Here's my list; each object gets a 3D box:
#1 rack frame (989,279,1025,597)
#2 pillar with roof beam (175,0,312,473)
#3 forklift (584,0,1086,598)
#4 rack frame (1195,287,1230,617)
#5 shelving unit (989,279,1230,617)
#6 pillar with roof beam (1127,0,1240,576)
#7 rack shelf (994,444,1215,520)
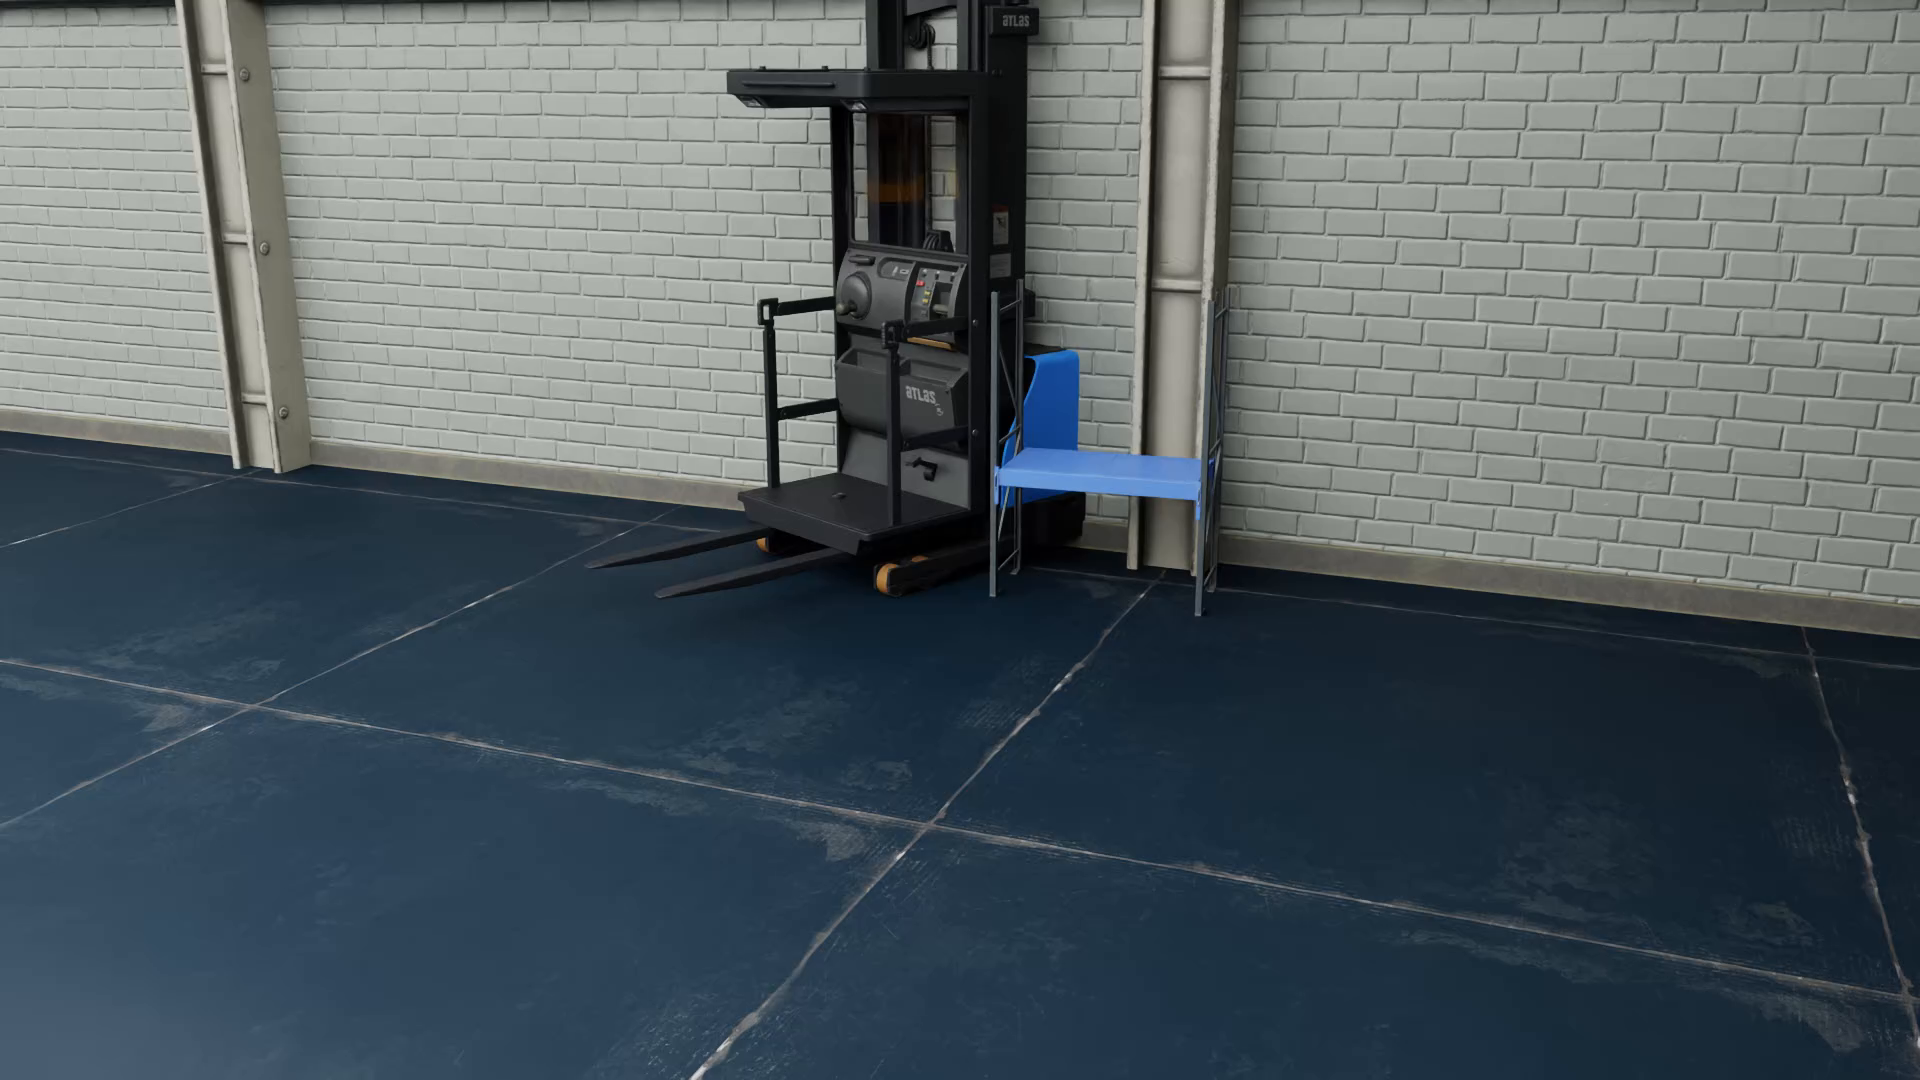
[{"bbox_3d":[0.234,-0.505,8.224,0.032,1.500,0.500,5,17,16],"label":"rack frame"},{"bbox_3d":[-6.053,-3.691,5.746,0.400,9.000,9.100,6,17,21],"label":"pillar with roof beam"},{"bbox_3d":[-0.460,-1.290,8.358,3.031,2.935,1.130,-14,22,-41],"label":"forklift"},{"bbox_3d":[1.206,-0.422,7.937,0.032,1.500,0.500,5,17,16],"label":"rack frame"},{"bbox_3d":[0.720,-0.464,8.081,1.048,1.500,0.538,5,17,16],"label":"shelving unit"},{"bbox_3d":[-0.471,-3.077,3.631,0.400,9.000,9.100,6,17,21],"label":"pillar with roof beam"},{"bbox_3d":[0.720,-0.291,8.131,1.000,0.185,0.538,5,17,16],"label":"rack shelf"}]
